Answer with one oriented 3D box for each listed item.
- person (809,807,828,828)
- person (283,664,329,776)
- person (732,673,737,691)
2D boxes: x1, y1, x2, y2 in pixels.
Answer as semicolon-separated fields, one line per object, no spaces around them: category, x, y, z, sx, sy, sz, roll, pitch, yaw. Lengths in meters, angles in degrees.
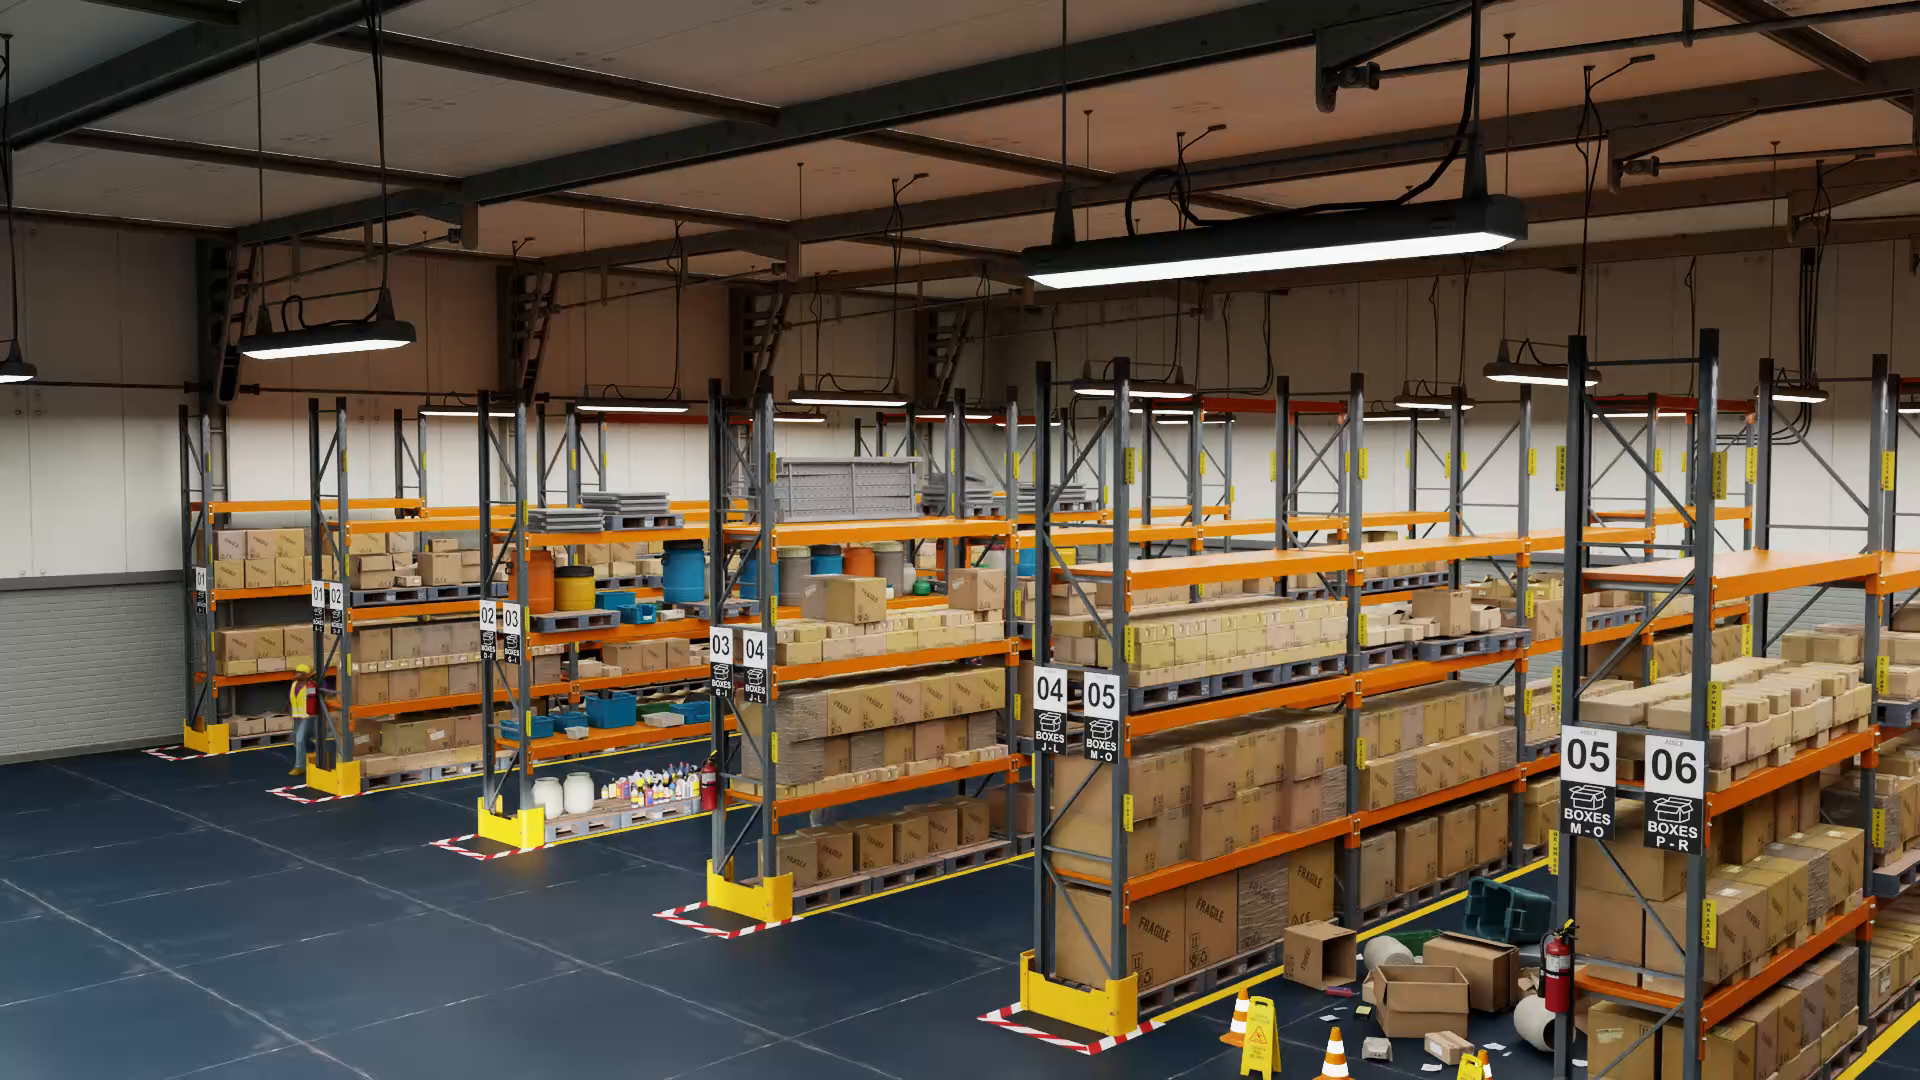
person;-1.989;3.215;22.278;0.596;1.598;0.700;2;4;38
person;-10.569;2.880;26.920;0.709;1.763;0.887;1;3;22
person;-4.797;2.644;33.970;0.568;1.435;0.867;2;3;30
